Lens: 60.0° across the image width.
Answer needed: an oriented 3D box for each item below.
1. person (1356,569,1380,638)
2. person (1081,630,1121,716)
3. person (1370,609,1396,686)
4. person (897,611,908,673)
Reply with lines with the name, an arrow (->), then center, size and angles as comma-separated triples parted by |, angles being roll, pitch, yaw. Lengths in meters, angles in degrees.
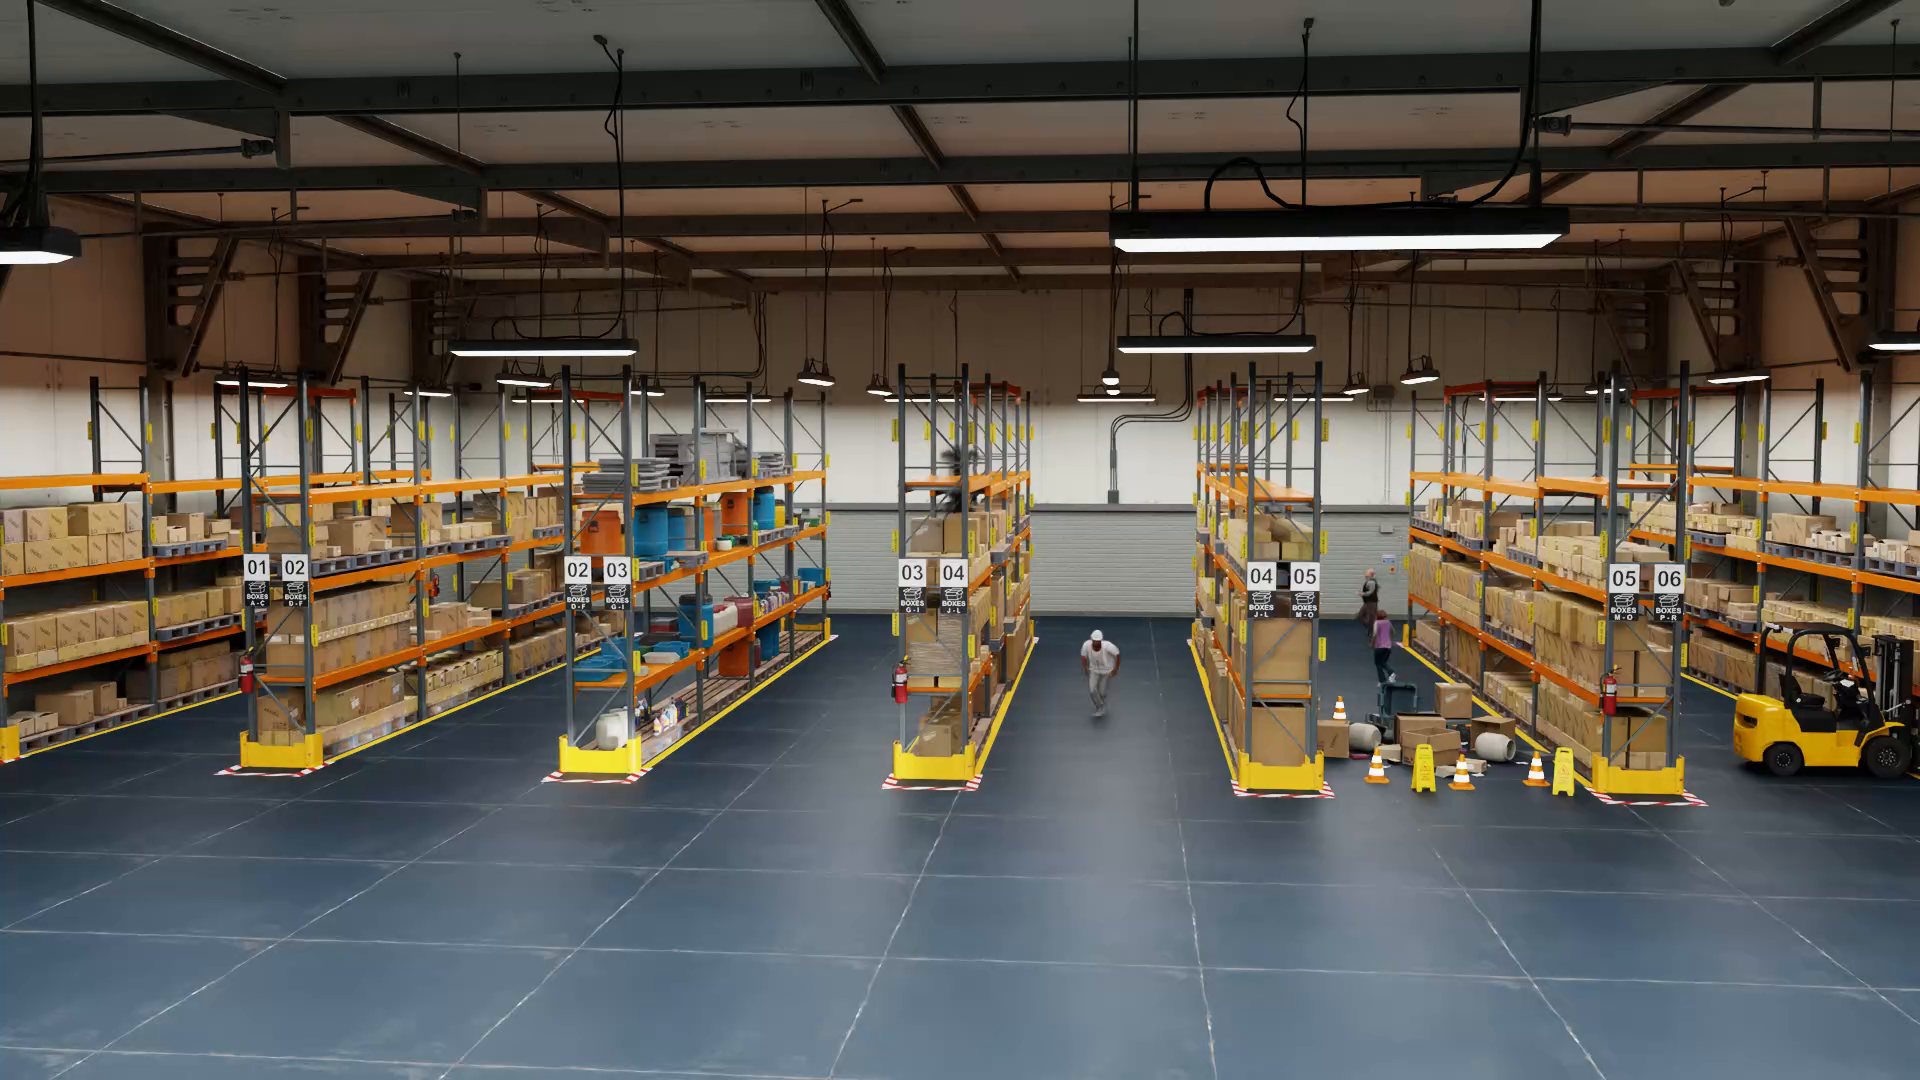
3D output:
person -> 9.972, 1.550, 40.445 | 0.686, 1.707, 0.646 | 1, 4, 10
person -> 2.505, 2.340, 29.418 | 0.718, 1.566, 0.993 | 1, 4, 16
person -> 8.380, 2.140, 32.786 | 0.538, 1.544, 0.613 | -1, 4, -14
person -> -1.029, 1.974, 34.398 | 0.651, 1.656, 0.789 | 0, 4, -3
